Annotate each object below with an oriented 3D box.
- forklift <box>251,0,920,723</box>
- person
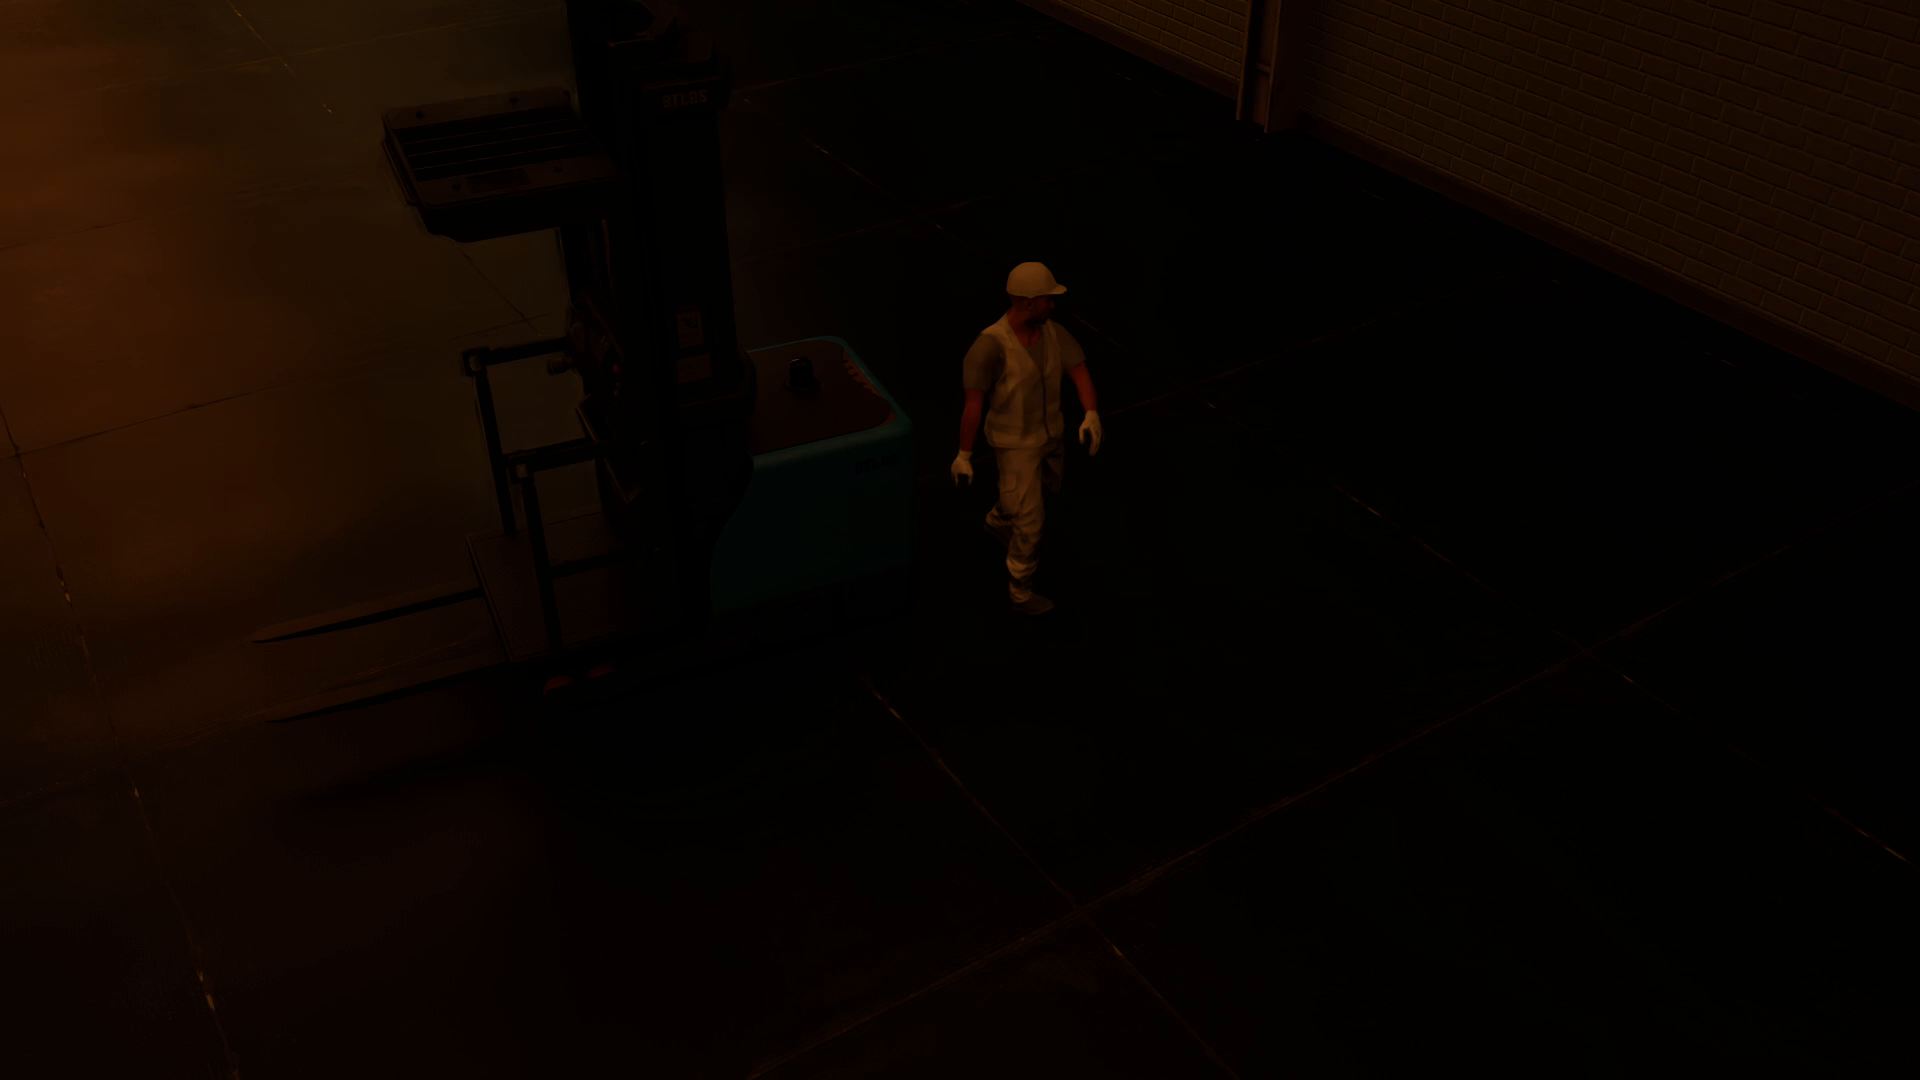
[{"bbox_3d":[-1.761,-0.762,7.232,3.031,2.935,1.130,-15,38,-20],"label":"forklift"},{"bbox_3d":[0.292,-0.453,7.893,0.860,1.702,0.729,28,44,33],"label":"person"}]
